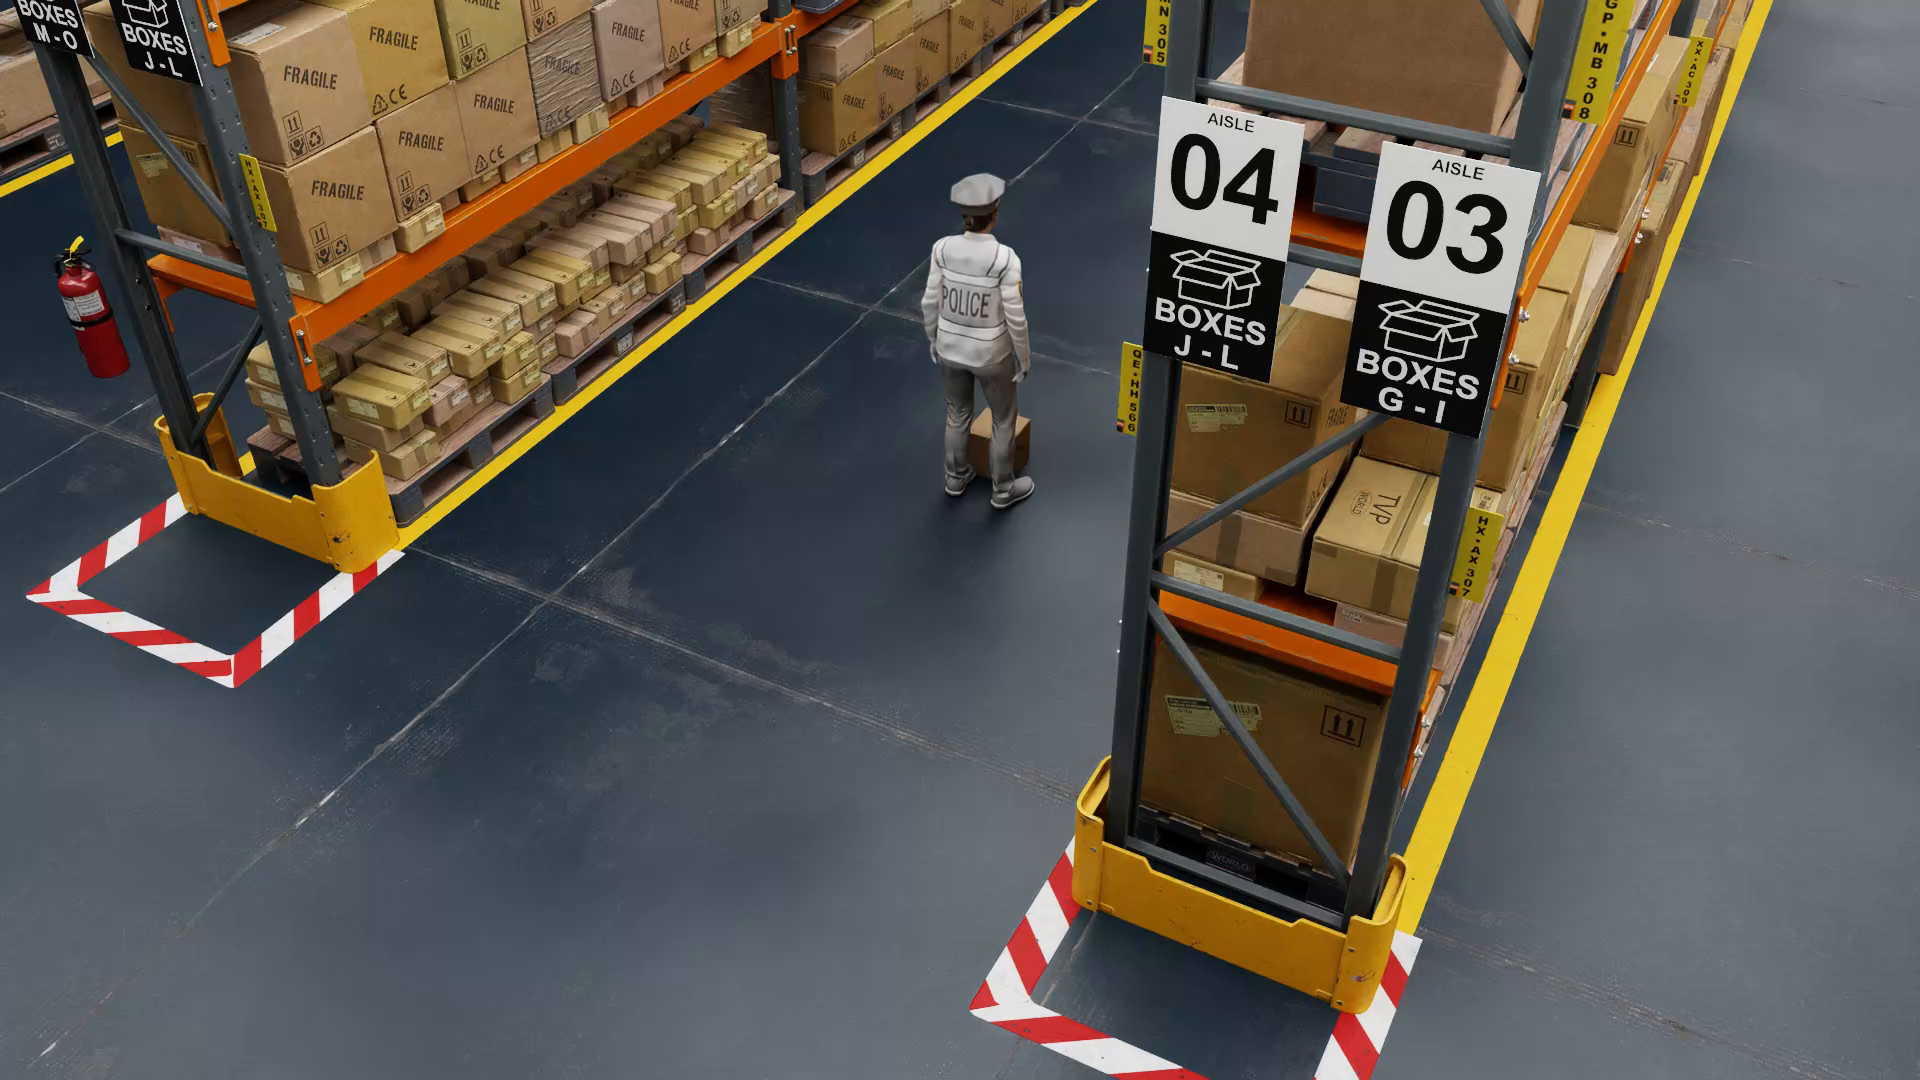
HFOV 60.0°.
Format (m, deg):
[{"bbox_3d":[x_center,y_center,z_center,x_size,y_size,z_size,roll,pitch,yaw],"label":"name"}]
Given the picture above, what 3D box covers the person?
[{"bbox_3d":[0.085,-0.903,7.894,0.534,1.662,0.374,16,41,19],"label":"person"}]
